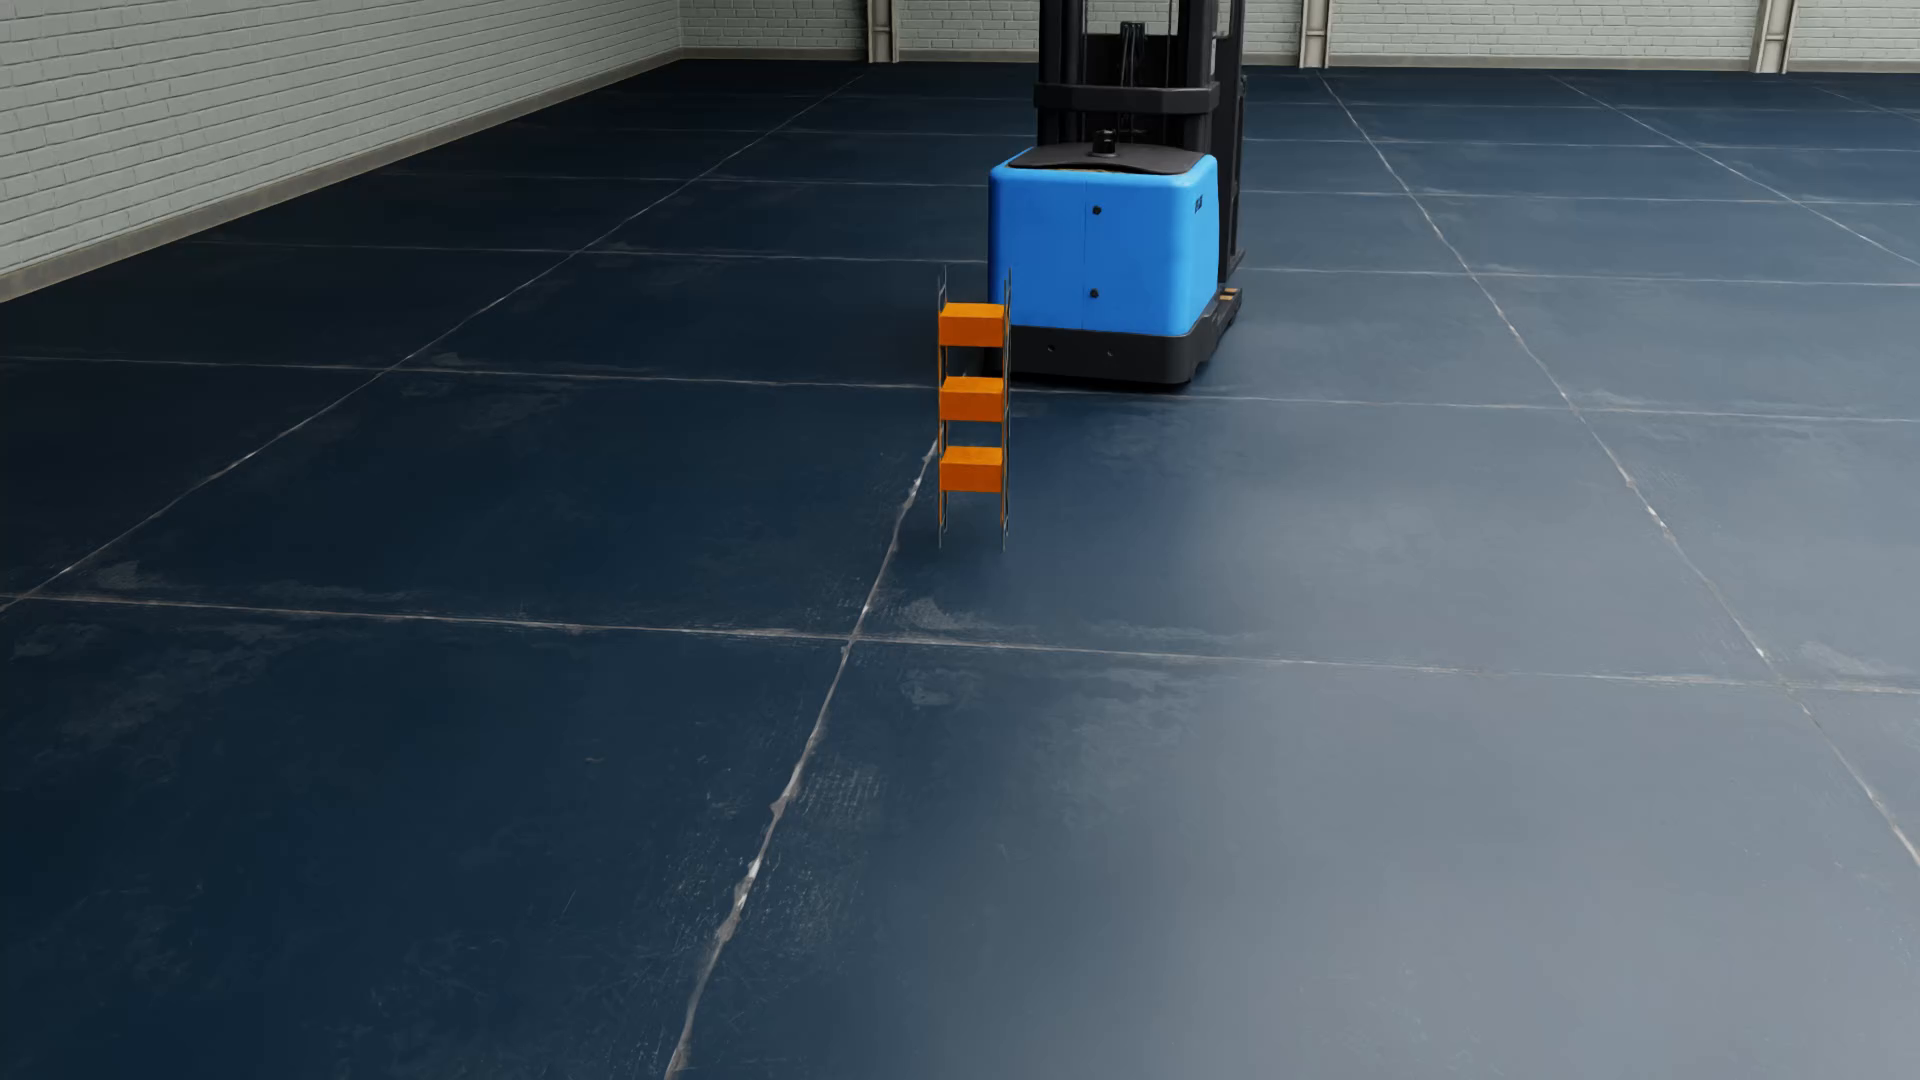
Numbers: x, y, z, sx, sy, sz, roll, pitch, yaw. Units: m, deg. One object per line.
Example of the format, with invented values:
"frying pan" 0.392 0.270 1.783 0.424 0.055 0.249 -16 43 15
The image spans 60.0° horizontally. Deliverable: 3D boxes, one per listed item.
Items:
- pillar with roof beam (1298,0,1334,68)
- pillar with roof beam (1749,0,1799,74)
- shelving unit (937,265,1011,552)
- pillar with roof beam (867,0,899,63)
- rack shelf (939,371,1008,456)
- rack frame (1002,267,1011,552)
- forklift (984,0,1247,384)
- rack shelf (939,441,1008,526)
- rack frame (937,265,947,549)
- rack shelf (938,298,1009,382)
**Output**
"pillar with roof beam" 4.370 -9.154 17.355 0.400 9.000 9.100 2 22 6
"pillar with roof beam" 10.328 -8.894 16.698 0.400 9.000 9.100 2 22 6
"shelving unit" 0.053 -0.486 6.241 0.252 1.050 0.215 2 22 6
"pillar with roof beam" -1.589 -9.414 18.011 0.400 9.000 9.100 2 22 6
"rack shelf" 0.053 -0.476 6.245 0.240 0.259 0.215 2 22 6
"rack frame" 0.174 -0.481 6.228 0.008 1.050 0.200 2 22 6
"forklift" 1.032 -2.643 9.138 1.130 2.935 3.031 6 22 15
"rack shelf" 0.053 -0.218 6.347 0.240 0.259 0.215 2 22 6
"rack frame" -0.068 -0.491 6.254 0.008 1.050 0.200 2 22 6
"rack shelf" 0.053 -0.740 6.141 0.240 0.259 0.215 2 22 6
